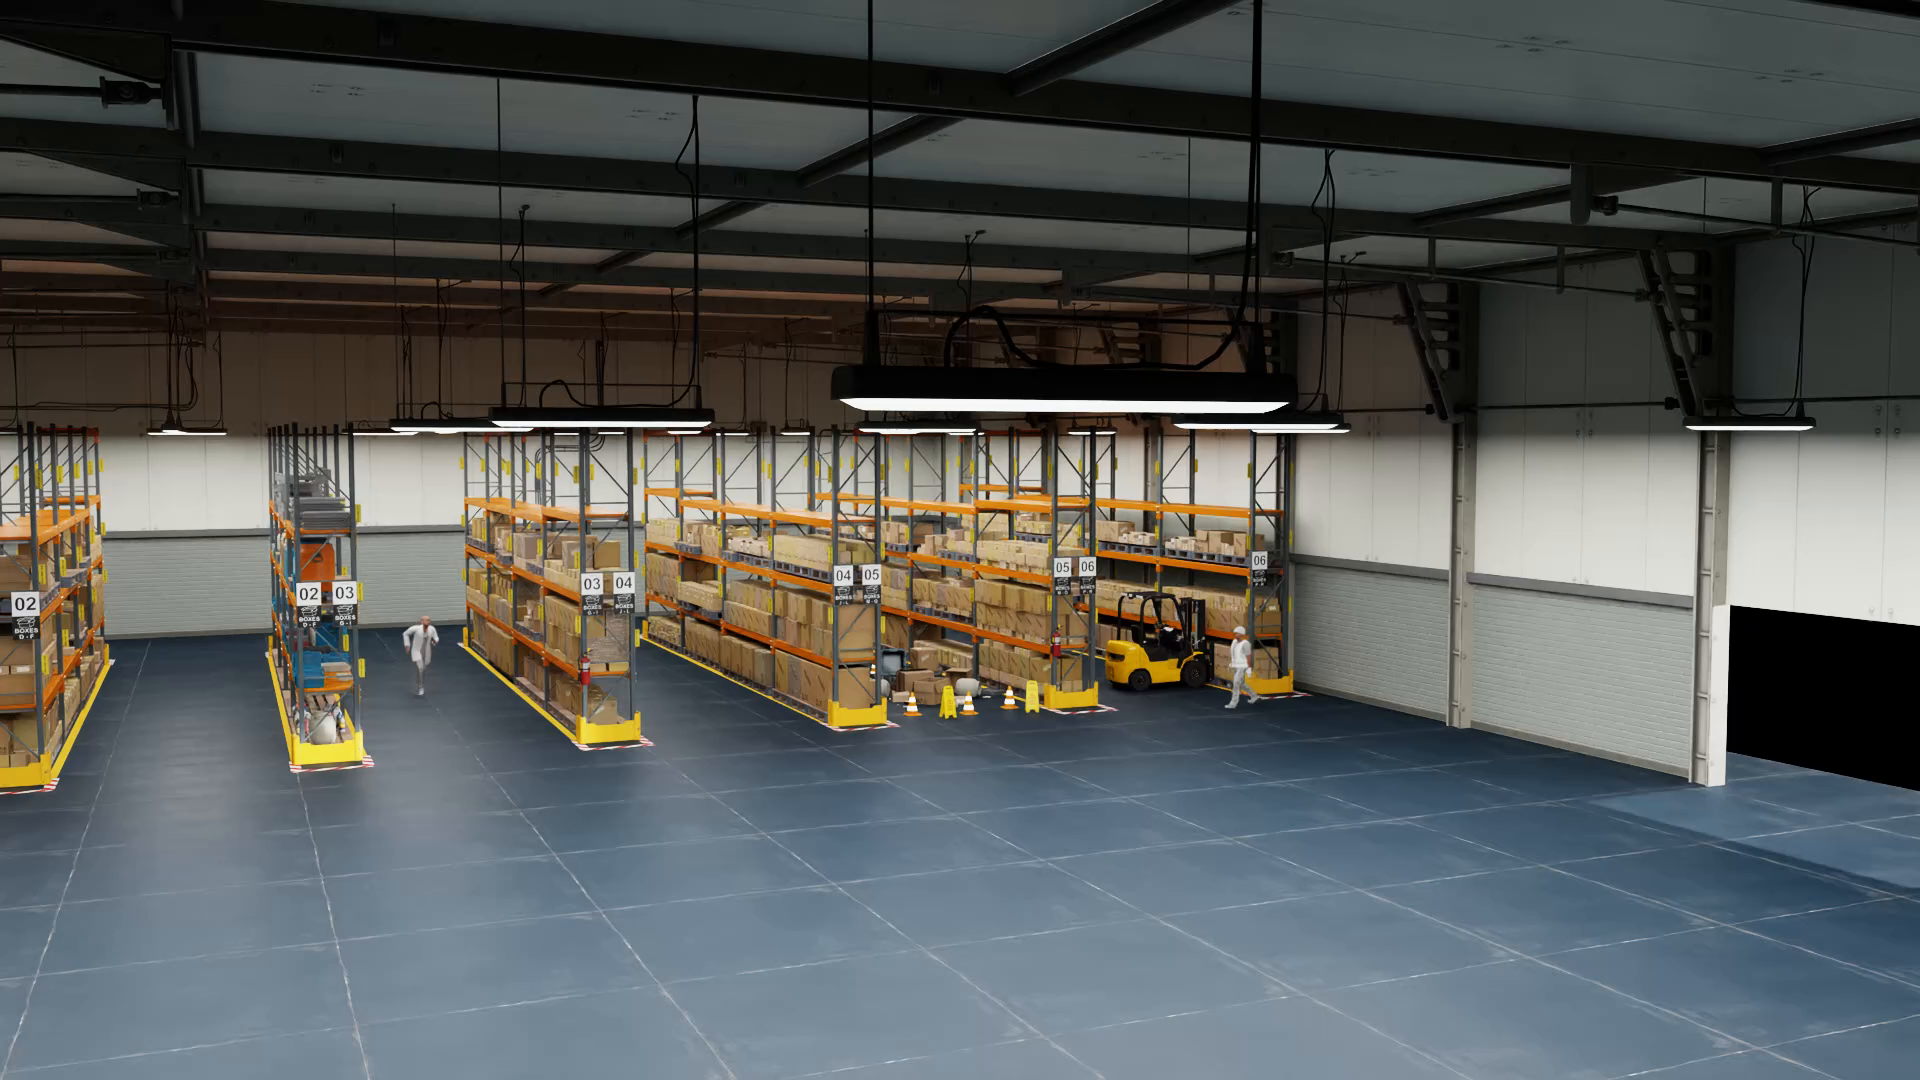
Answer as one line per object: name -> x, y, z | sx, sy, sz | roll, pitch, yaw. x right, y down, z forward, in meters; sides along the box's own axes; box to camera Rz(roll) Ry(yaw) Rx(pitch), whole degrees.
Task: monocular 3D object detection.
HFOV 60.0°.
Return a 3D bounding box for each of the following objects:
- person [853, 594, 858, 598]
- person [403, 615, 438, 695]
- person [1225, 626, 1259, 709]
person -> -2.729, 2.276, 43.340 | 0.427, 1.727, 0.521 | 1, 4, 23
person -> -12.155, 2.574, 37.488 | 0.751, 1.783, 1.009 | -2, 4, -35
person -> 5.970, 2.692, 35.259 | 1.017, 1.751, 0.616 | -2, 4, -30
